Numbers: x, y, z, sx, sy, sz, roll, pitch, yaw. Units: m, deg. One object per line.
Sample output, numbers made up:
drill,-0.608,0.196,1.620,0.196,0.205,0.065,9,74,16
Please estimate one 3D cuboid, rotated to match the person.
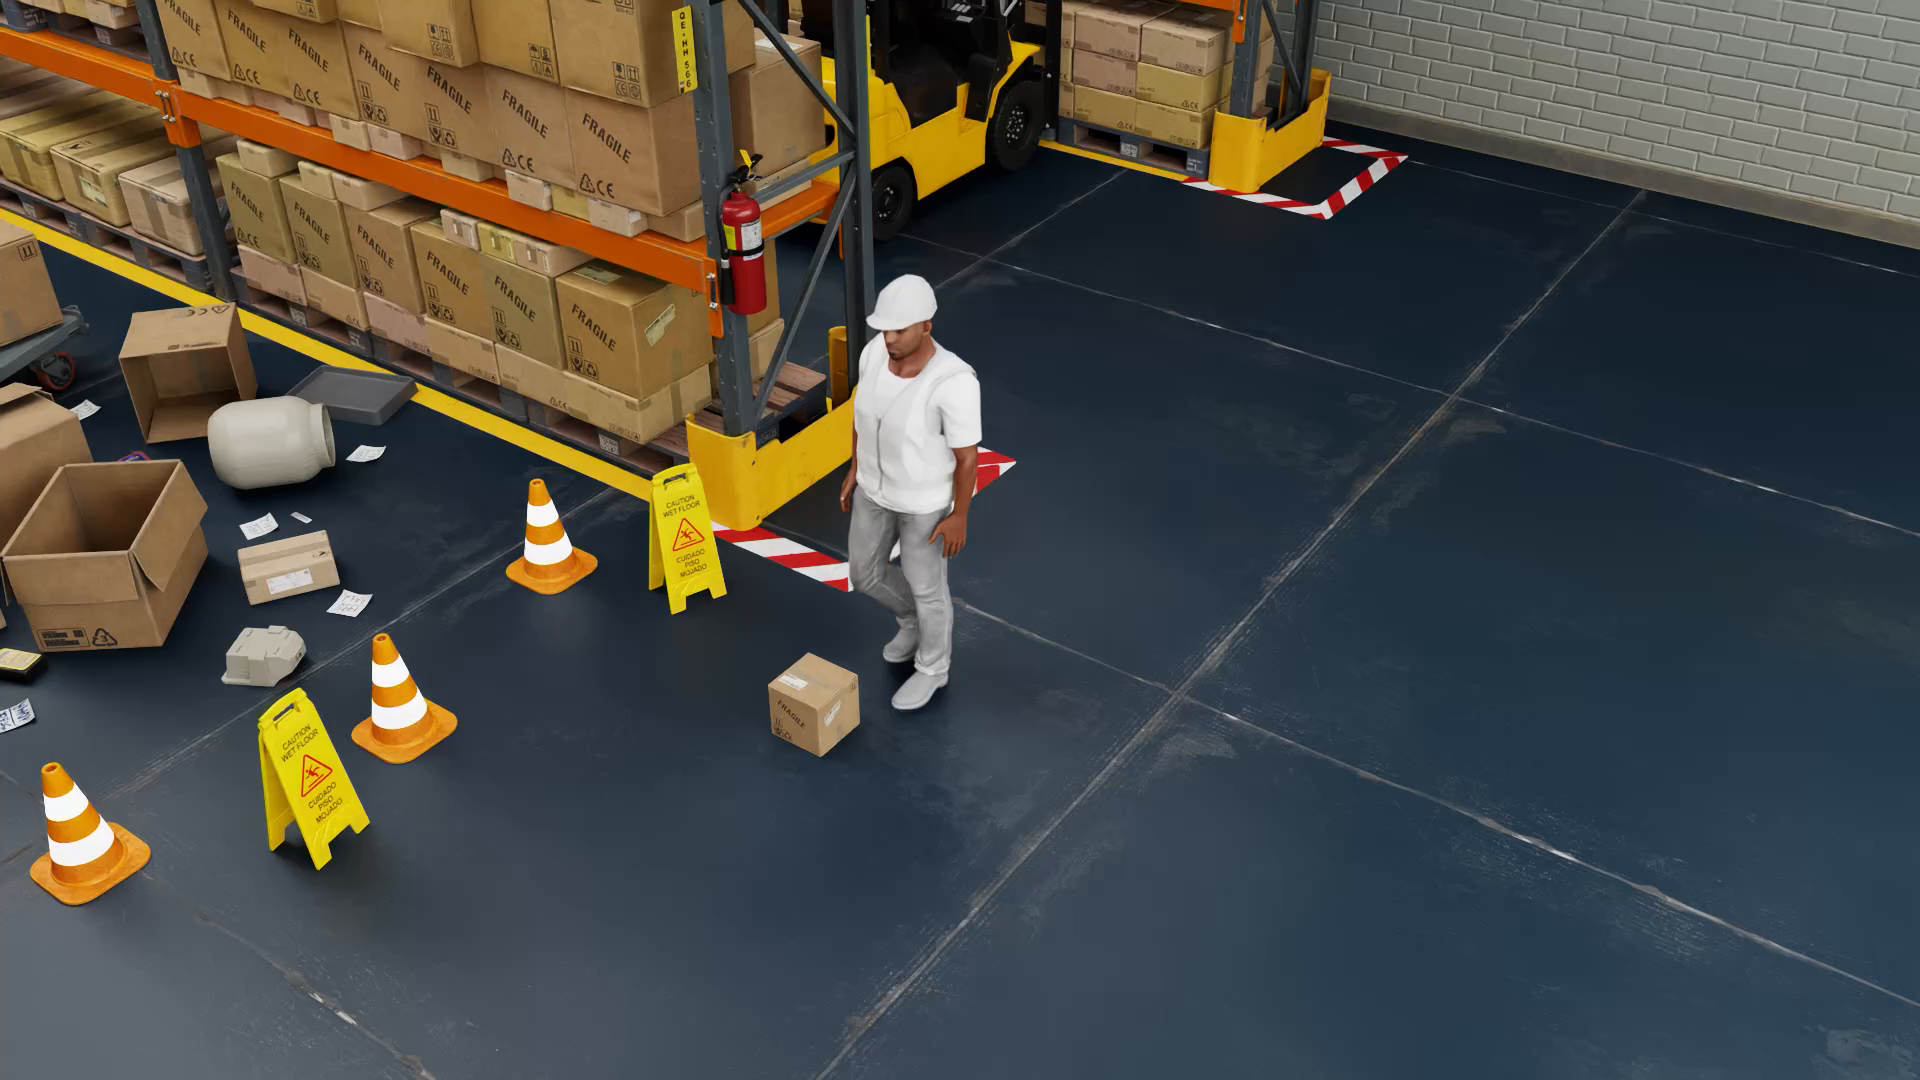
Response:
person,-0.199,-0.181,6.362,0.593,1.770,0.451,27,42,33
